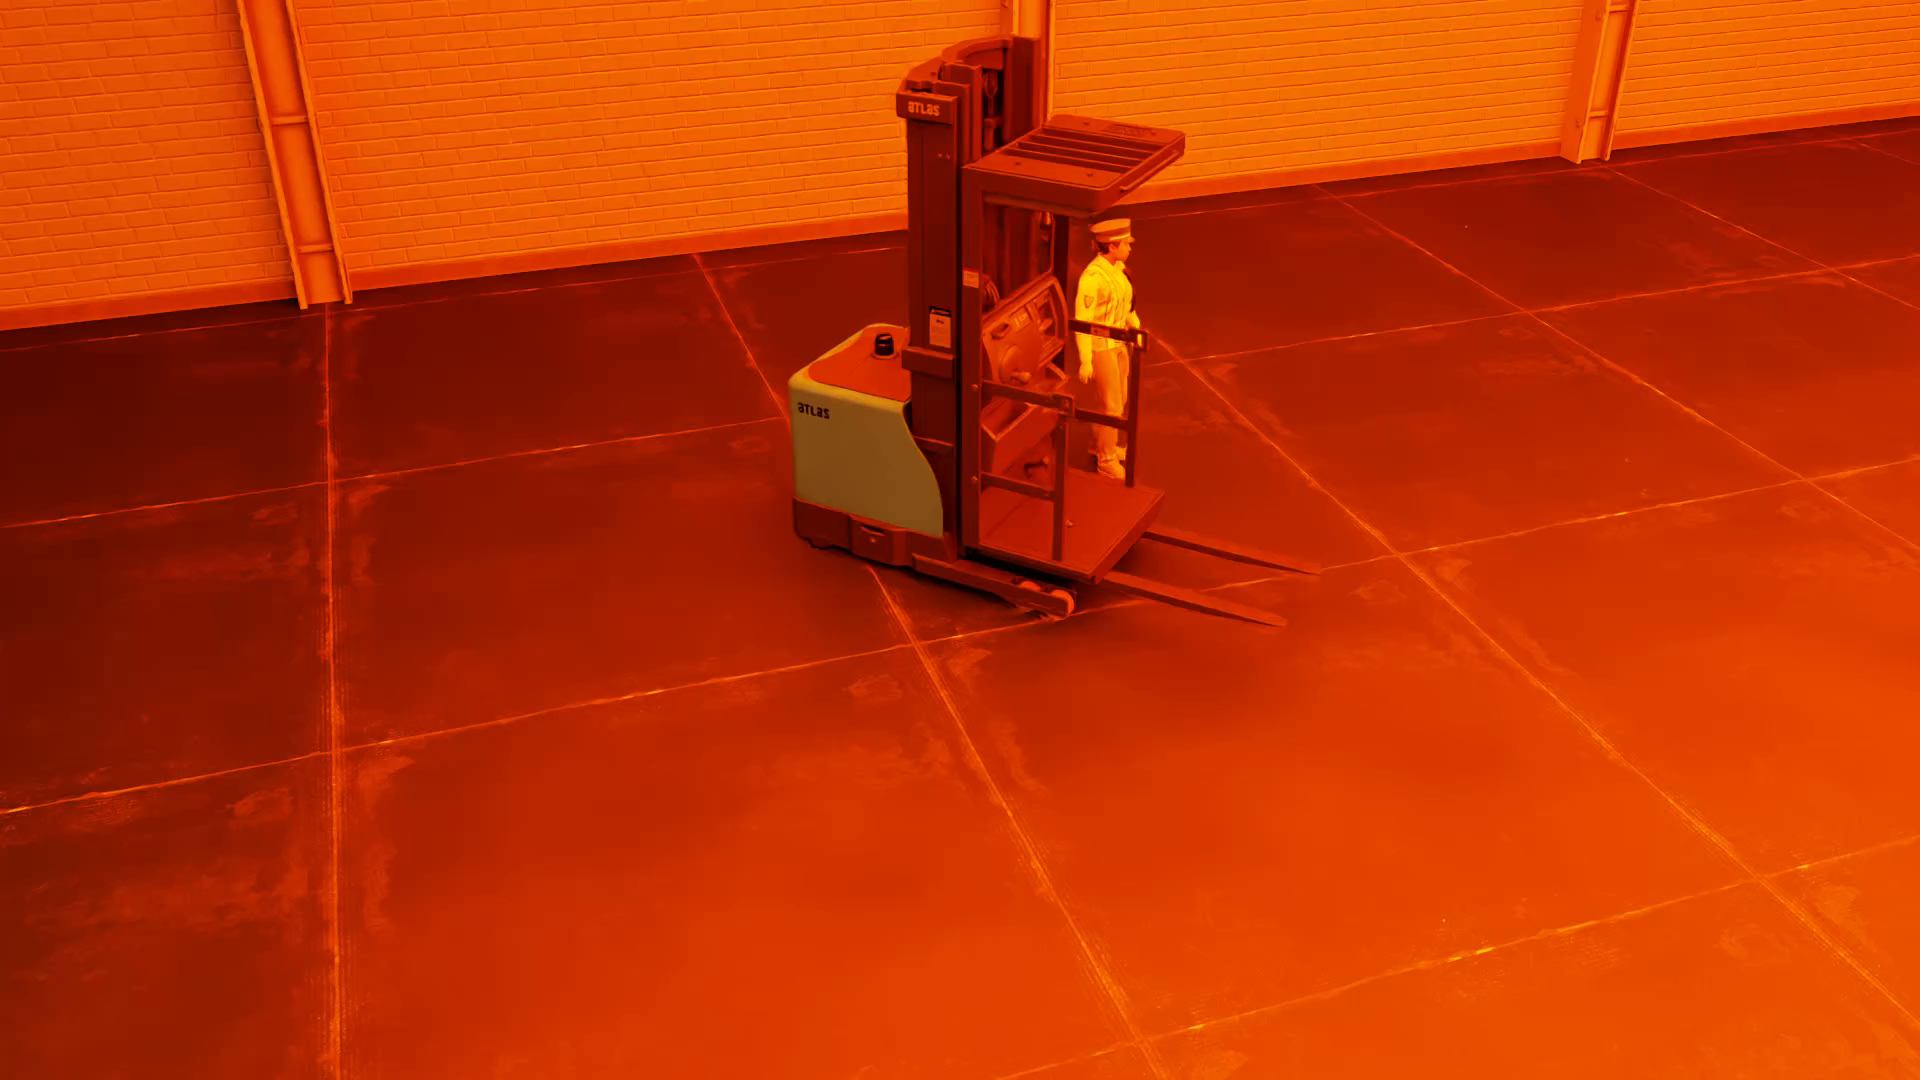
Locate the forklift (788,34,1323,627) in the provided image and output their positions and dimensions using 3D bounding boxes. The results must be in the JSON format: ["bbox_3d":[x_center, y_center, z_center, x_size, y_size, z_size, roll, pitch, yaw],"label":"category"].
[{"bbox_3d":[0.540,-1.127,9.046,3.031,2.935,1.130,15,33,24],"label":"forklift"}]

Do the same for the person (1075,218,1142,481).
[{"bbox_3d":[0.981,-1.207,10.460,0.478,1.661,0.657,14,33,22],"label":"person"}]
